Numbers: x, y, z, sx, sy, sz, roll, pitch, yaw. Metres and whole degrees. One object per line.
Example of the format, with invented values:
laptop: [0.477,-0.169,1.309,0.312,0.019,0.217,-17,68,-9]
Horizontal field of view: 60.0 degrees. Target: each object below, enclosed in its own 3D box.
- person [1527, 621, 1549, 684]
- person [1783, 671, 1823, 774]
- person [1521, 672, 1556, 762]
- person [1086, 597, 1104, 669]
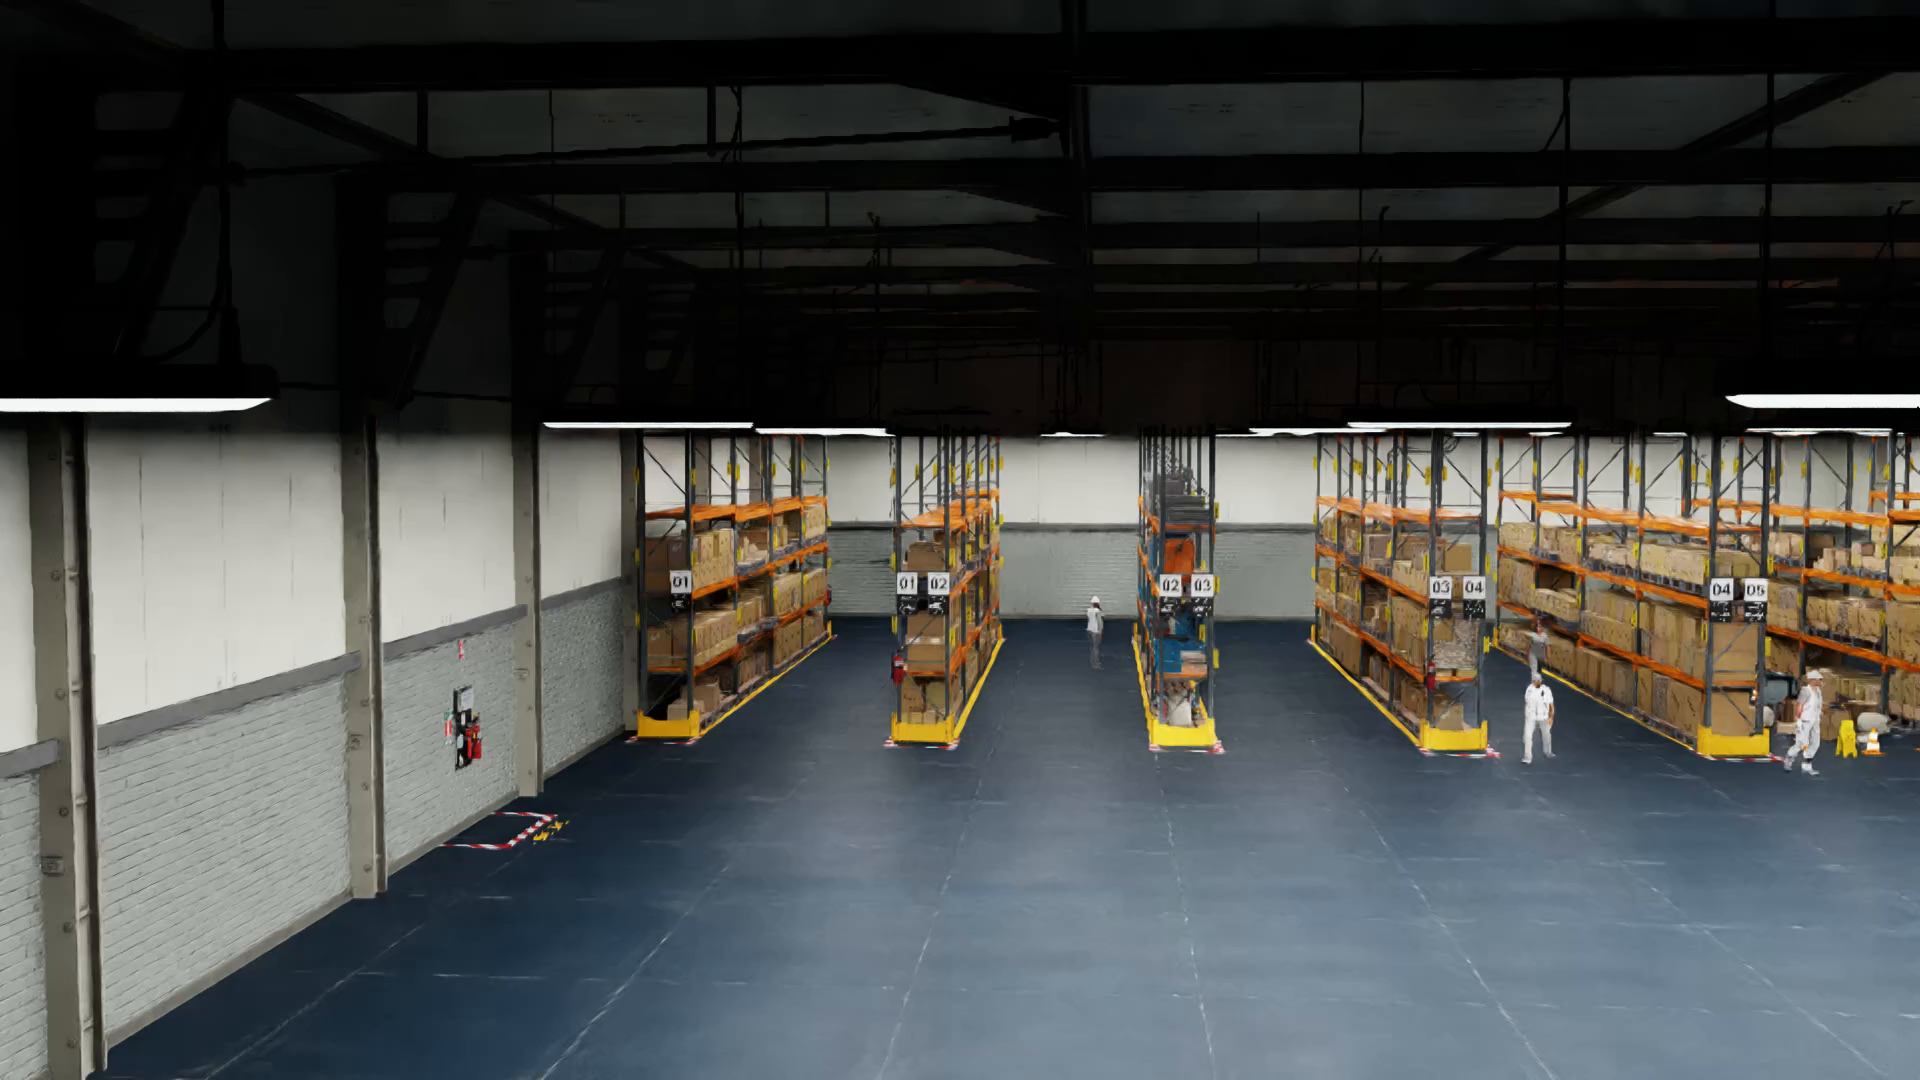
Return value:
person: [13.070,2.619,37.556,0.449,1.586,1.098,0,3,7]
person: [14.458,3.105,28.480,0.582,1.776,0.573,-2,4,-30]
person: [10.277,3.116,29.498,0.534,1.583,0.936,2,4,26]
person: [3.414,2.296,41.512,0.448,1.780,0.586,-2,4,-26]
